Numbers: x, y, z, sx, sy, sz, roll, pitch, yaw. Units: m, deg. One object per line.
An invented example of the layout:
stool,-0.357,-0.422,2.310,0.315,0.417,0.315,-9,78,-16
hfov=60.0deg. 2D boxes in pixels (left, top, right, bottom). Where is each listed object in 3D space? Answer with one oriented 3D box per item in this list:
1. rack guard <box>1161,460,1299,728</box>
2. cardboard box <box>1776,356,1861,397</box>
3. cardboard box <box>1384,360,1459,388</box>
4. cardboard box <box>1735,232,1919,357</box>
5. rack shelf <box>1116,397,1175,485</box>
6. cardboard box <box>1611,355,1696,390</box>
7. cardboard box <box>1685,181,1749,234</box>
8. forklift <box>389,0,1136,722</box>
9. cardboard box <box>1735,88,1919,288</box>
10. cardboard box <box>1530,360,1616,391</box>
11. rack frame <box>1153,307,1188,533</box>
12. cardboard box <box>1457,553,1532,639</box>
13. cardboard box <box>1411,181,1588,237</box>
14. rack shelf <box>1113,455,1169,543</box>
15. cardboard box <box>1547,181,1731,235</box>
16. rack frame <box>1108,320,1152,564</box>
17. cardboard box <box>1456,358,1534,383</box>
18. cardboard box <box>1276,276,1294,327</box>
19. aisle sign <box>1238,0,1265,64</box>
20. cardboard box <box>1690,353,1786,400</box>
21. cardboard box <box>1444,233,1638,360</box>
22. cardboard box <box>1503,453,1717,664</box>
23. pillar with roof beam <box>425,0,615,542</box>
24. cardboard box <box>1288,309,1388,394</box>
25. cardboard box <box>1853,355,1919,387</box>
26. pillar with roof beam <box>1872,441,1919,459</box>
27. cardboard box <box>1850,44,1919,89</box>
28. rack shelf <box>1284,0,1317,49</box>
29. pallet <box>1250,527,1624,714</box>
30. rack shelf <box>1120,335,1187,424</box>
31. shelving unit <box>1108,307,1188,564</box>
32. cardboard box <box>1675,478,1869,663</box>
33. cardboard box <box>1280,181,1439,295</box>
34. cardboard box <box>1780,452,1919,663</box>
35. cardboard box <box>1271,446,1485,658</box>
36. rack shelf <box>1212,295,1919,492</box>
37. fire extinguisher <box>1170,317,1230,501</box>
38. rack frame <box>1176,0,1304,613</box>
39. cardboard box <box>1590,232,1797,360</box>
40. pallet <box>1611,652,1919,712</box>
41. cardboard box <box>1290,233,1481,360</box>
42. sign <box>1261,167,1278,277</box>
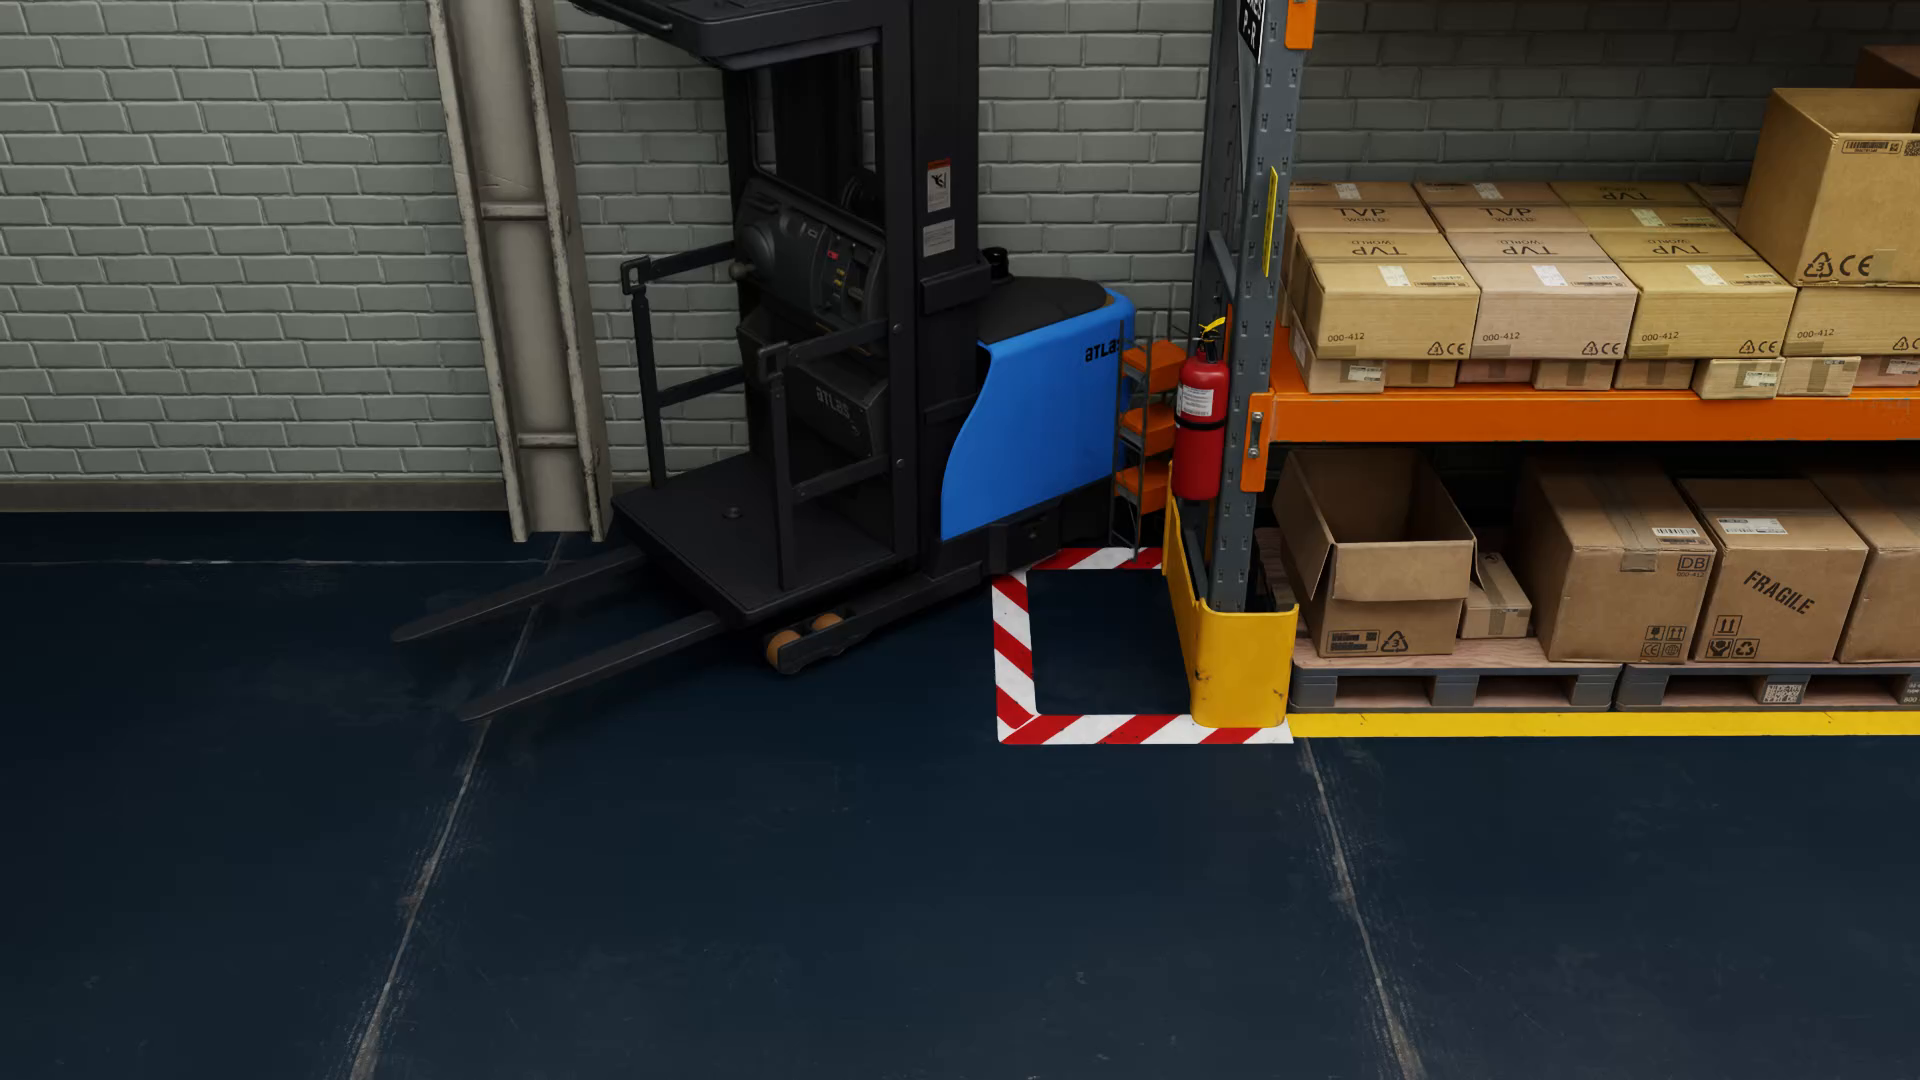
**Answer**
rack guard,1.029,0.173,6.482,0.348,0.500,1.175,0,31,0
cardboard box,2.835,-0.636,5.649,0.250,0.149,0.380,1,31,1
cardboard box,1.538,-0.671,5.706,0.250,0.149,0.380,1,31,1
cardboard box,2.931,-0.837,5.596,0.500,0.250,0.500,-1,31,-2
rack shelf,0.803,-0.415,6.941,0.240,0.259,0.215,-18,36,-27
cardboard box,2.319,-0.663,5.693,0.250,0.149,0.380,0,31,0
cardboard box,2.945,-1.099,6.027,0.500,0.250,0.500,0,31,0
forklift,-0.739,-1.047,6.150,3.031,2.935,1.130,-22,37,-31
cardboard box,2.909,-1.145,5.381,0.500,0.500,0.500,1,31,1
cardboard box,2.054,-0.659,5.686,0.250,0.149,0.380,1,31,1
rack frame,0.906,-0.457,6.991,0.008,1.050,0.200,-18,36,-27
cardboard box,1.991,0.210,6.355,0.250,0.149,0.380,-1,31,-2
cardboard box,1.927,-1.098,6.026,0.500,0.250,0.500,0,31,0
rack shelf,0.802,-0.177,7.085,0.240,0.259,0.215,-18,36,-27
cardboard box,2.423,-1.097,6.024,0.500,0.250,0.500,1,31,1
rack frame,0.699,-0.390,6.880,0.008,1.050,0.200,-18,36,-27
cardboard box,1.800,-0.690,5.738,0.250,0.149,0.380,-1,31,-1
cardboard box,1.283,-0.928,6.130,0.250,0.149,0.380,-1,31,-1
aisle sign,0.887,-1.854,4.908,0.004,0.787,0.394,0,31,0
cardboard box,2.572,-0.625,5.630,0.250,0.149,0.380,-1,31,-2
cardboard box,1.913,-0.821,5.570,0.500,0.250,0.500,0,31,0
cardboard box,2.421,0.059,6.266,0.500,0.500,0.700,1,31,2
pillar with roof beam,-1.722,-1.686,1.353,0.400,9.000,9.100,0,31,0
cardboard box,1.284,-0.646,5.666,0.250,0.149,0.380,0,31,-1
cardboard box,3.093,-0.672,5.709,0.250,0.149,0.380,0,31,0
pillar with roof beam,4.278,-1.705,1.384,0.400,9.000,9.100,0,31,0
cardboard box,3.463,-1.424,5.841,0.500,0.500,0.500,-1,31,-2
rack shelf,2.953,-1.876,5.252,4.000,0.370,1.077,0,31,0
pallet,1.827,0.294,6.562,1.213,0.211,1.003,0,31,0
rack shelf,0.803,-0.658,6.794,0.240,0.259,0.215,-18,36,-27
shelving unit,0.803,-0.424,6.936,0.252,1.050,0.215,-18,36,-27
cardboard box,2.950,0.109,6.183,0.500,0.500,0.500,0,31,1
cardboard box,1.412,-1.097,6.024,0.500,0.250,0.500,1,31,1
cardboard box,3.459,0.056,6.271,0.500,0.500,0.700,-1,31,-2
cardboard box,1.566,0.040,6.294,0.637,0.503,0.797,-1,31,-2
rack shelf,2.953,-0.594,6.030,4.000,0.370,1.077,0,31,0
fire extinguisher,0.809,-0.462,5.554,0.183,0.674,0.296,0,31,0
rack frame,0.953,-0.895,5.833,0.127,3.000,1.000,0,31,0
cardboard box,2.420,-0.825,5.575,0.500,0.250,0.500,-1,31,-1
pallet,3.044,0.292,6.566,1.213,0.211,1.003,0,31,0
cardboard box,1.409,-0.820,5.567,0.500,0.250,0.500,0,31,0
sign,0.957,-0.984,5.145,0.005,0.325,0.100,0,31,0
